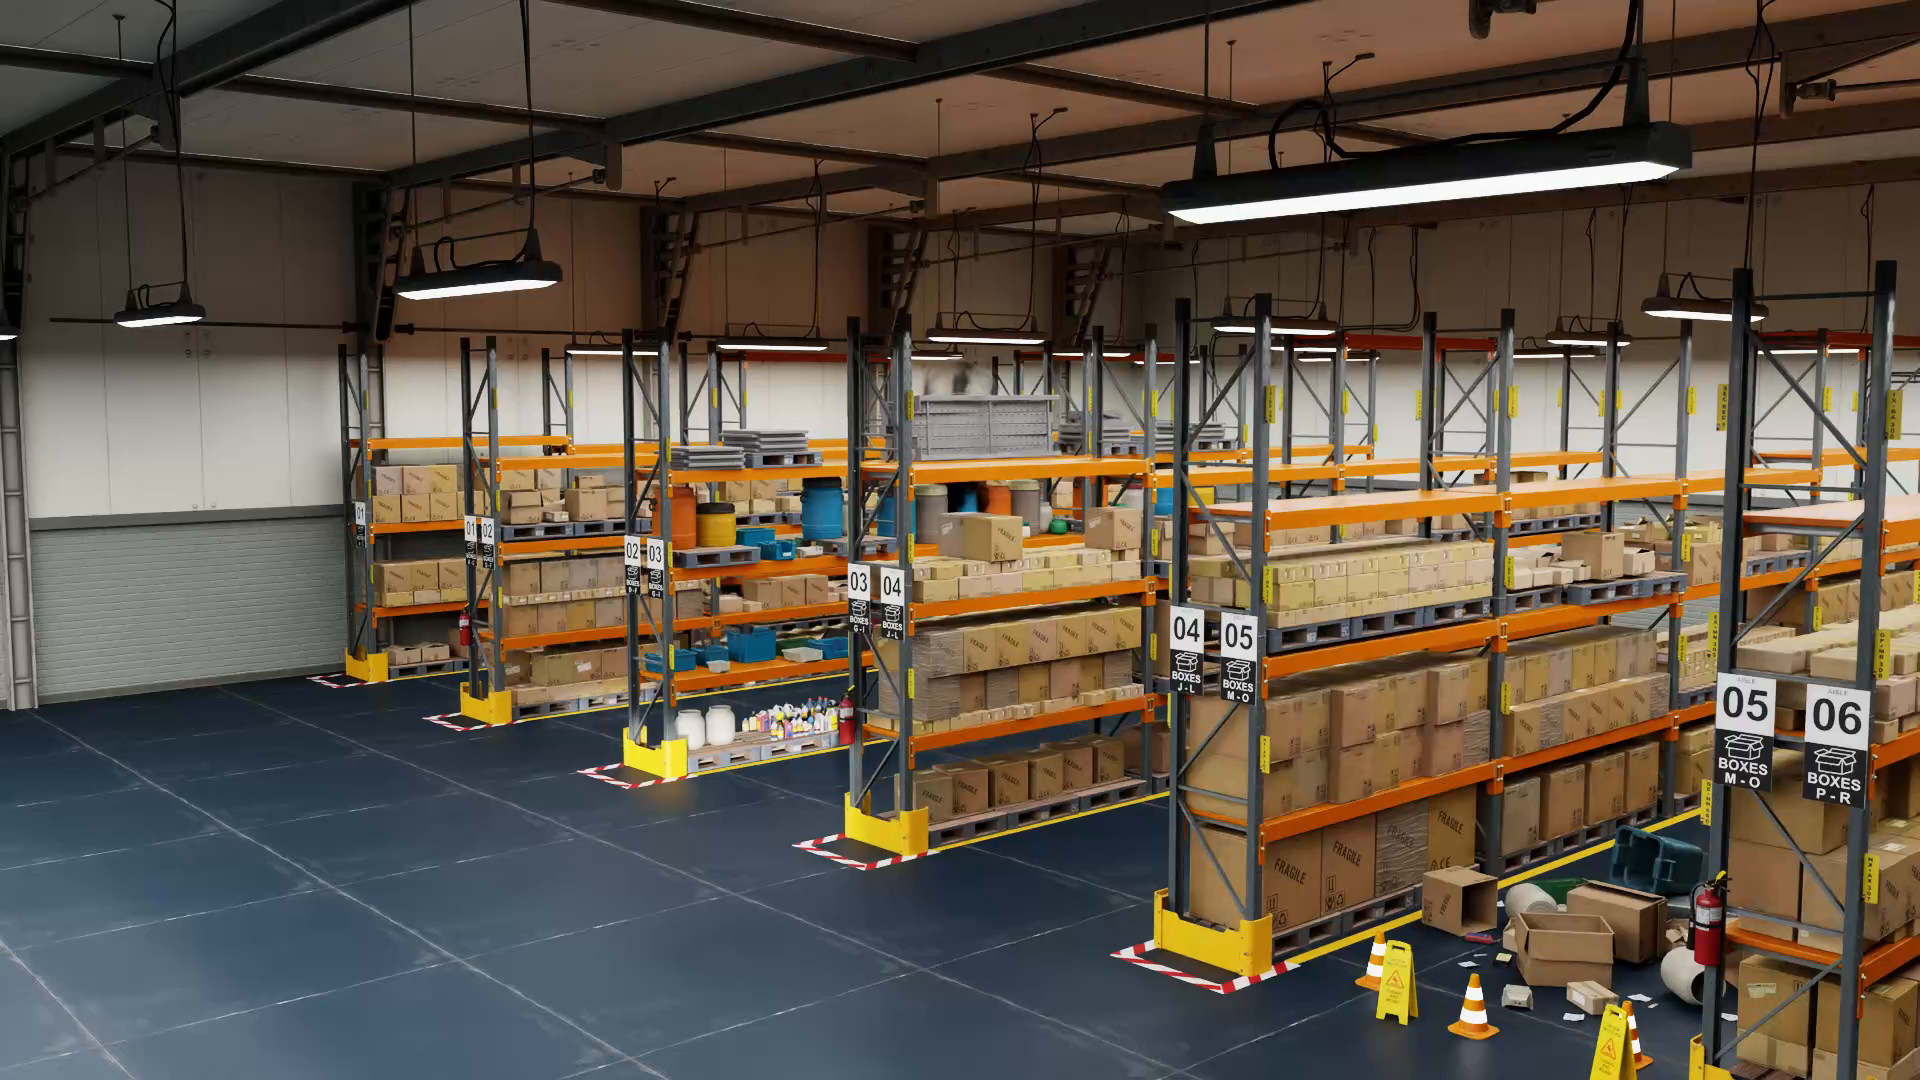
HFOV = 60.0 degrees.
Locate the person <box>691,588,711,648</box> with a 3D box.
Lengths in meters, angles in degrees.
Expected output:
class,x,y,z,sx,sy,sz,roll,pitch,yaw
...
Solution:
class,x,y,z,sx,sy,sz,roll,pitch,yaw
person,-5.079,1.448,32.031,0.592,1.655,0.904,3,6,28
